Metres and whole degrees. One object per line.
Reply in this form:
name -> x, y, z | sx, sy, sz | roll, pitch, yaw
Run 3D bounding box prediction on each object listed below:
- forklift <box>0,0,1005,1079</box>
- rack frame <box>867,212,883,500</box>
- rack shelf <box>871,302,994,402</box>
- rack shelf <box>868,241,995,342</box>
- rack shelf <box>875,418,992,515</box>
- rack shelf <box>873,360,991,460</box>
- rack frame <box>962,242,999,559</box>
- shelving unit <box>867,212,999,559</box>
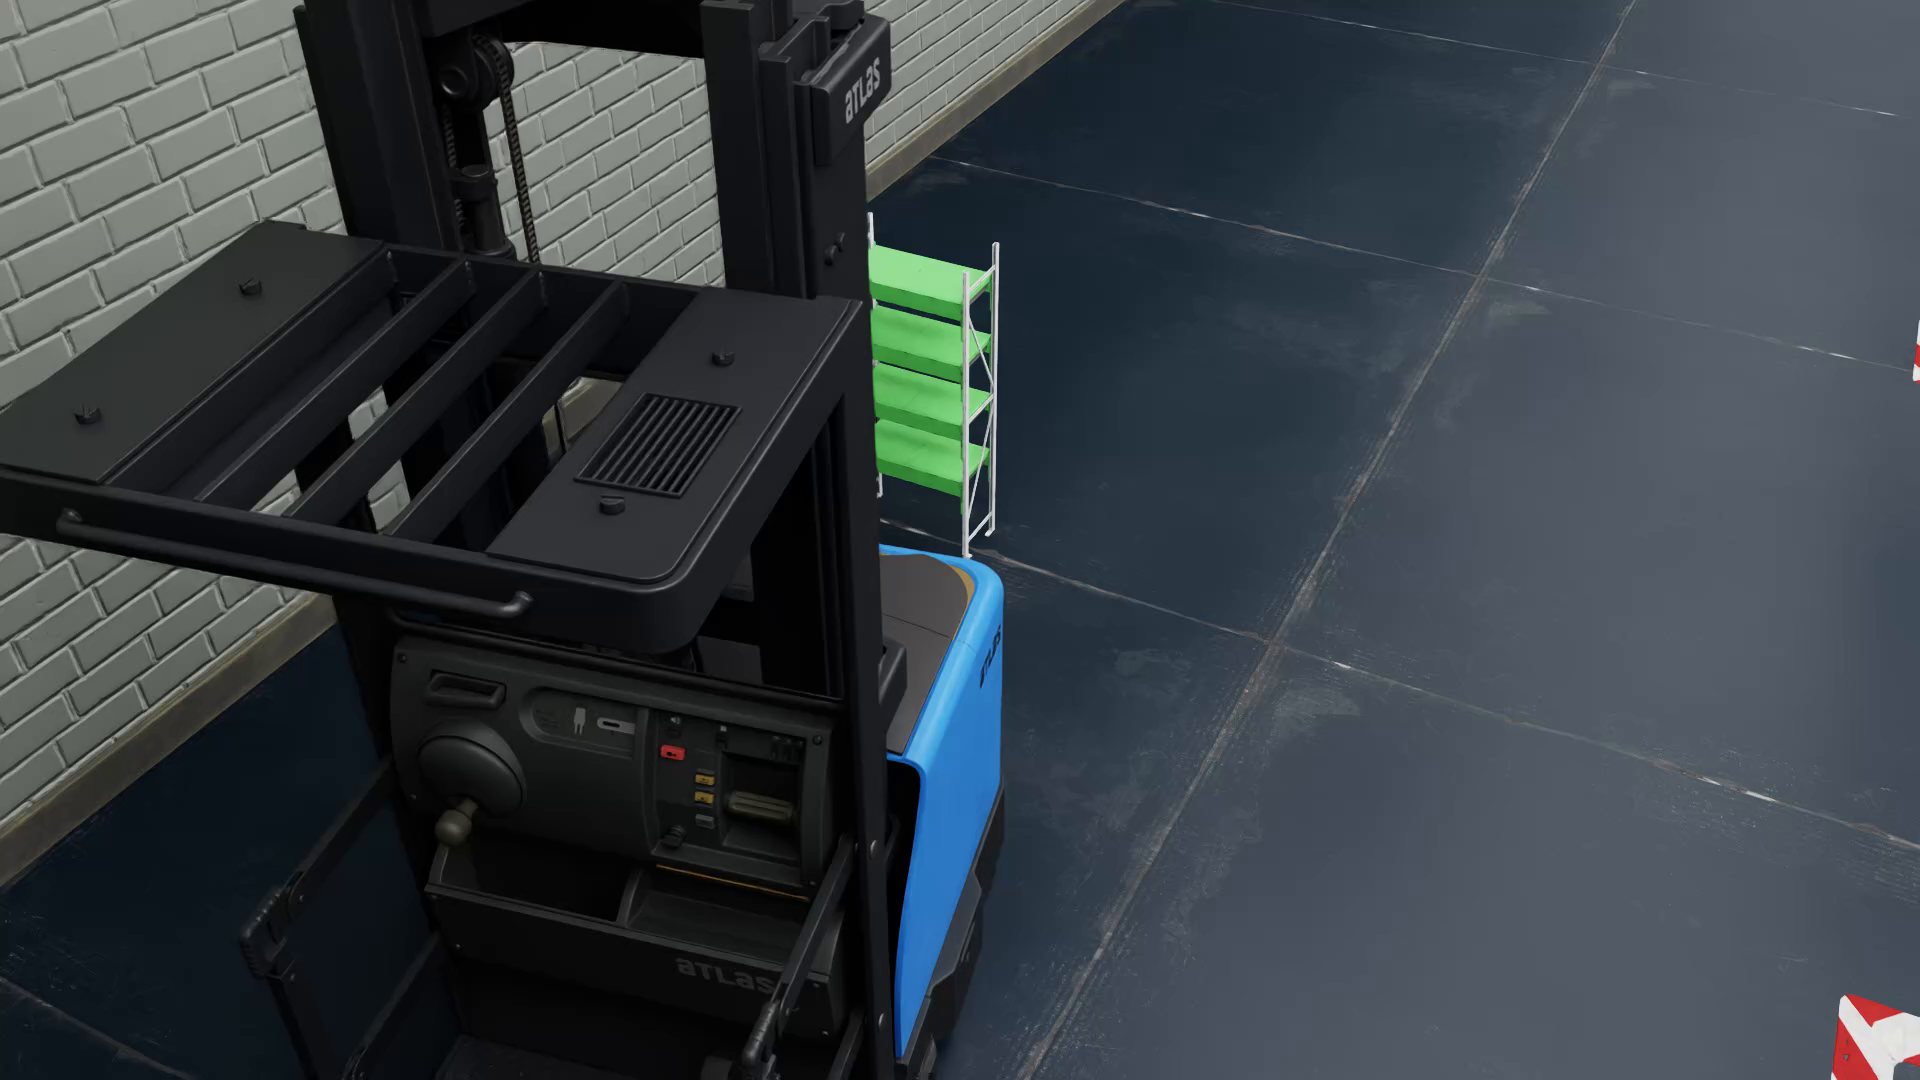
forklift -> -0.755, 0.530, 3.127 | 1.130, 2.935, 3.031 | 9, 38, 12
rack frame -> -0.364, -0.592, 6.037 | 0.015, 1.200, 0.240 | 17, 41, 21
rack shelf -> -0.147, -0.664, 5.841 | 0.480, 0.148, 0.258 | 17, 41, 21
rack shelf -> -0.147, -0.855, 5.696 | 0.480, 0.148, 0.258 | 17, 41, 21
rack shelf -> -0.147, -0.282, 6.132 | 0.480, 0.148, 0.258 | 17, 41, 21
rack shelf -> -0.147, -0.473, 5.987 | 0.480, 0.148, 0.258 | 17, 41, 21
rack frame -> 0.070, -0.456, 5.858 | 0.015, 1.200, 0.240 | 17, 41, 21
shelving unit -> -0.147, -0.524, 5.948 | 0.503, 1.200, 0.258 | 17, 41, 21
